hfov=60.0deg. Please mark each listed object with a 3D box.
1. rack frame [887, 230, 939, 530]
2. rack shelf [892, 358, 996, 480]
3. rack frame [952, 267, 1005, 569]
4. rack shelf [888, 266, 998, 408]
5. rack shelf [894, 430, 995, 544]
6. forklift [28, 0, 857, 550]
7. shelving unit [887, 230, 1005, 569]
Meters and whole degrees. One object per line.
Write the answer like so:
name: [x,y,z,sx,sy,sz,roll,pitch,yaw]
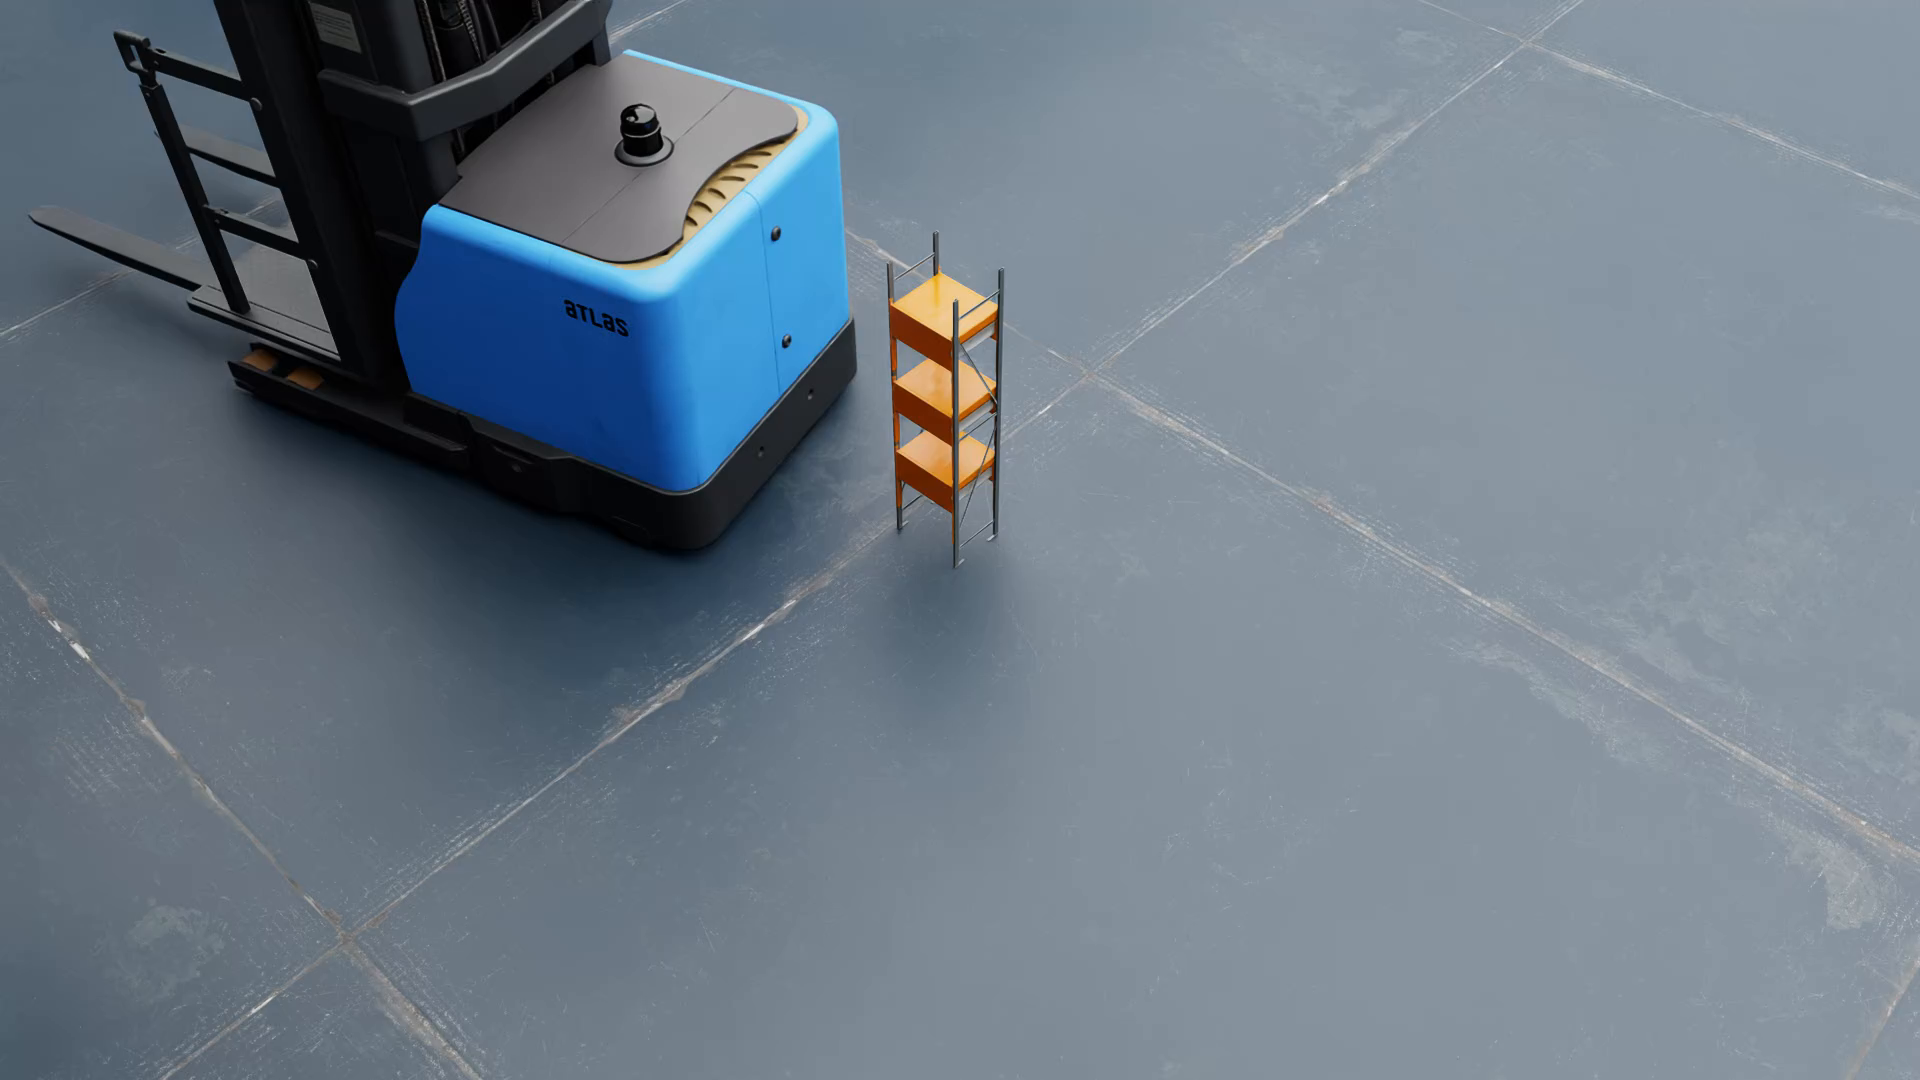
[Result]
rack frame: [-0.129,-0.446,4.949,0.008,1.050,0.200,34,55,28]
rack shelf: [-0.039,-0.379,4.900,0.240,0.259,0.215,34,55,28]
rack frame: [0.050,-0.325,4.835,0.008,1.050,0.200,34,55,28]
rack shelf: [-0.039,-0.573,4.693,0.240,0.259,0.215,34,55,28]
rack shelf: [-0.039,-0.188,5.102,0.240,0.259,0.215,34,55,28]
forklift: [-1.901,-1.744,4.877,3.031,2.935,1.130,21,50,18]
shelving unit: [-0.039,-0.386,4.892,0.252,1.050,0.215,34,55,28]
